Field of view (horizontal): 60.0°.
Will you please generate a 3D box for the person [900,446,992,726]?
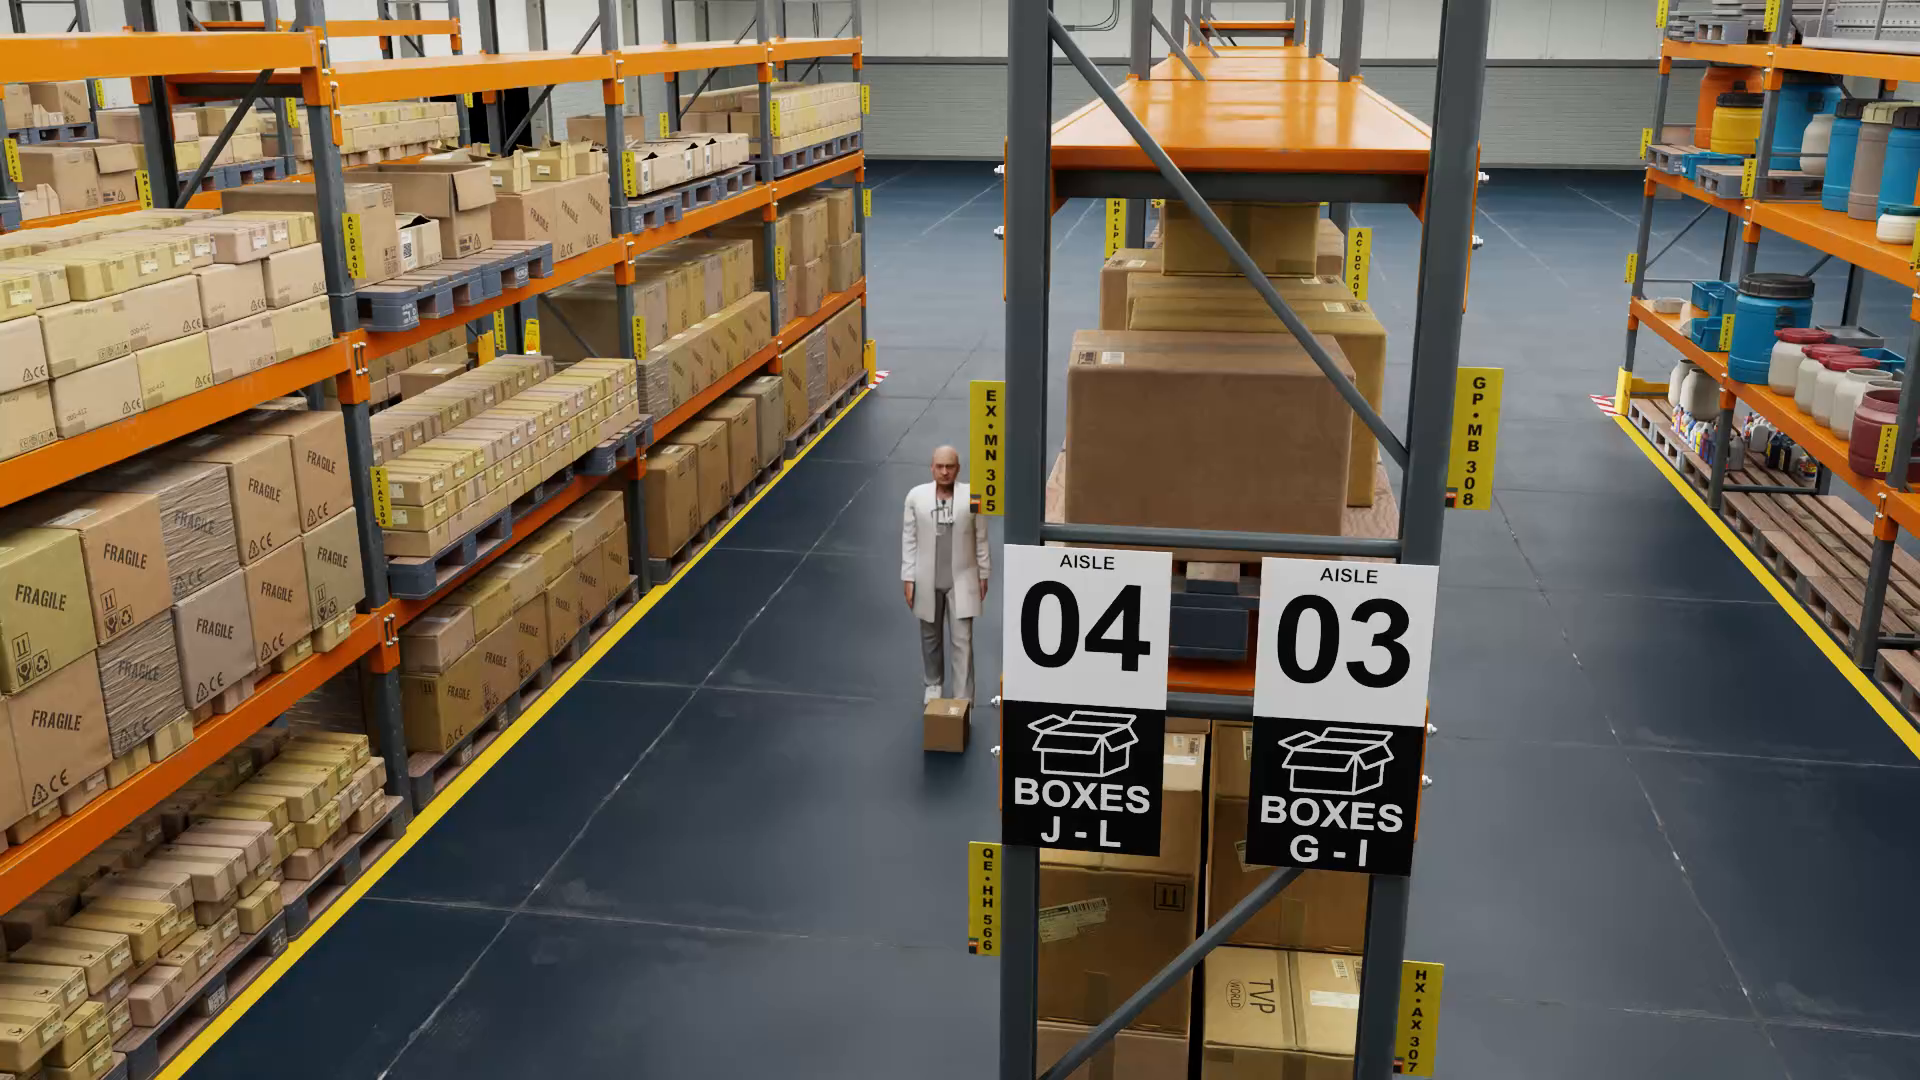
[{"bbox_3d":[-0.097,0.287,10.652,0.589,1.765,0.812,1,18,4],"label":"person"}]
